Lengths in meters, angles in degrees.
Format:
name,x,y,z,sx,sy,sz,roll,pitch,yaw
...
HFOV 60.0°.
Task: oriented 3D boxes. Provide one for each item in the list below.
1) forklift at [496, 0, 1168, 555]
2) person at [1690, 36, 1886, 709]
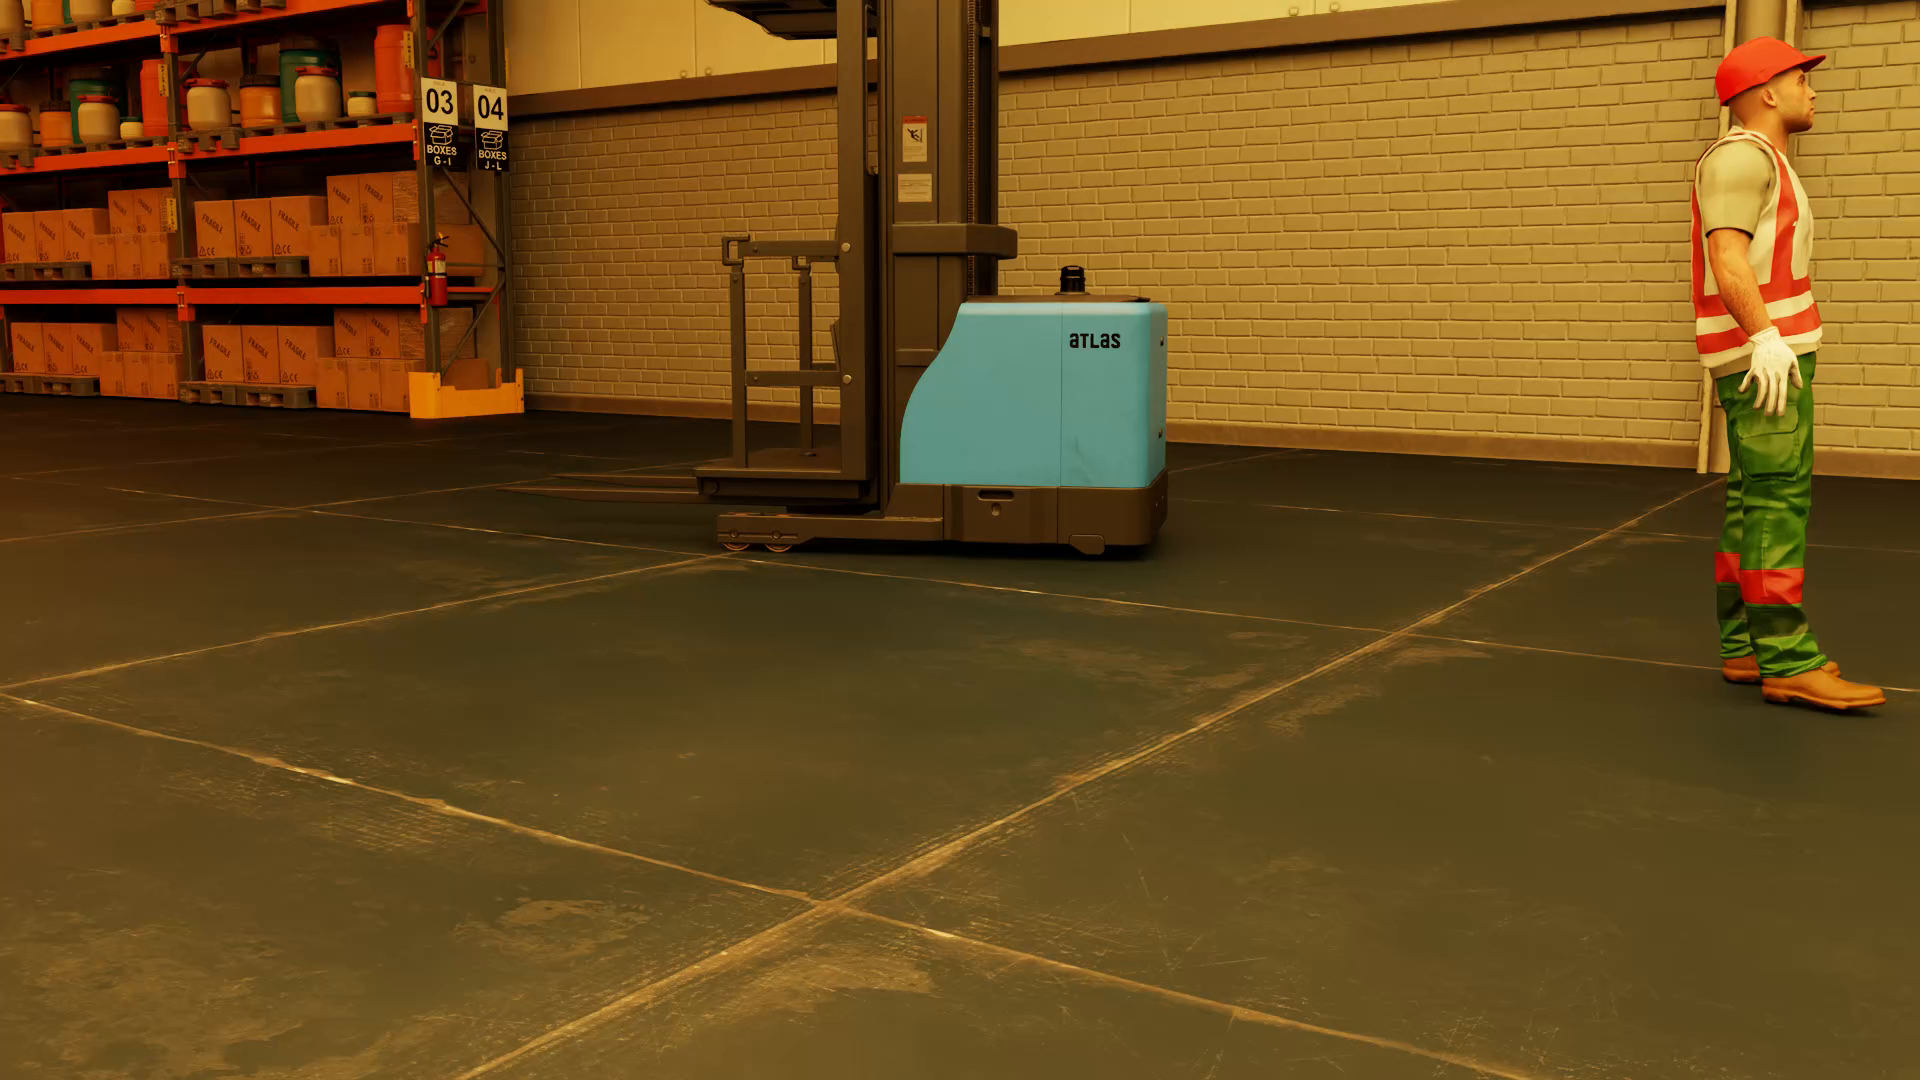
name,x,y,z,sx,sy,sz,roll,pitch,yaw
forklift,-0.596,-1.469,7.520,3.031,2.935,1.130,2,8,12
person,2.298,-0.481,4.579,0.564,1.787,0.638,5,9,29
